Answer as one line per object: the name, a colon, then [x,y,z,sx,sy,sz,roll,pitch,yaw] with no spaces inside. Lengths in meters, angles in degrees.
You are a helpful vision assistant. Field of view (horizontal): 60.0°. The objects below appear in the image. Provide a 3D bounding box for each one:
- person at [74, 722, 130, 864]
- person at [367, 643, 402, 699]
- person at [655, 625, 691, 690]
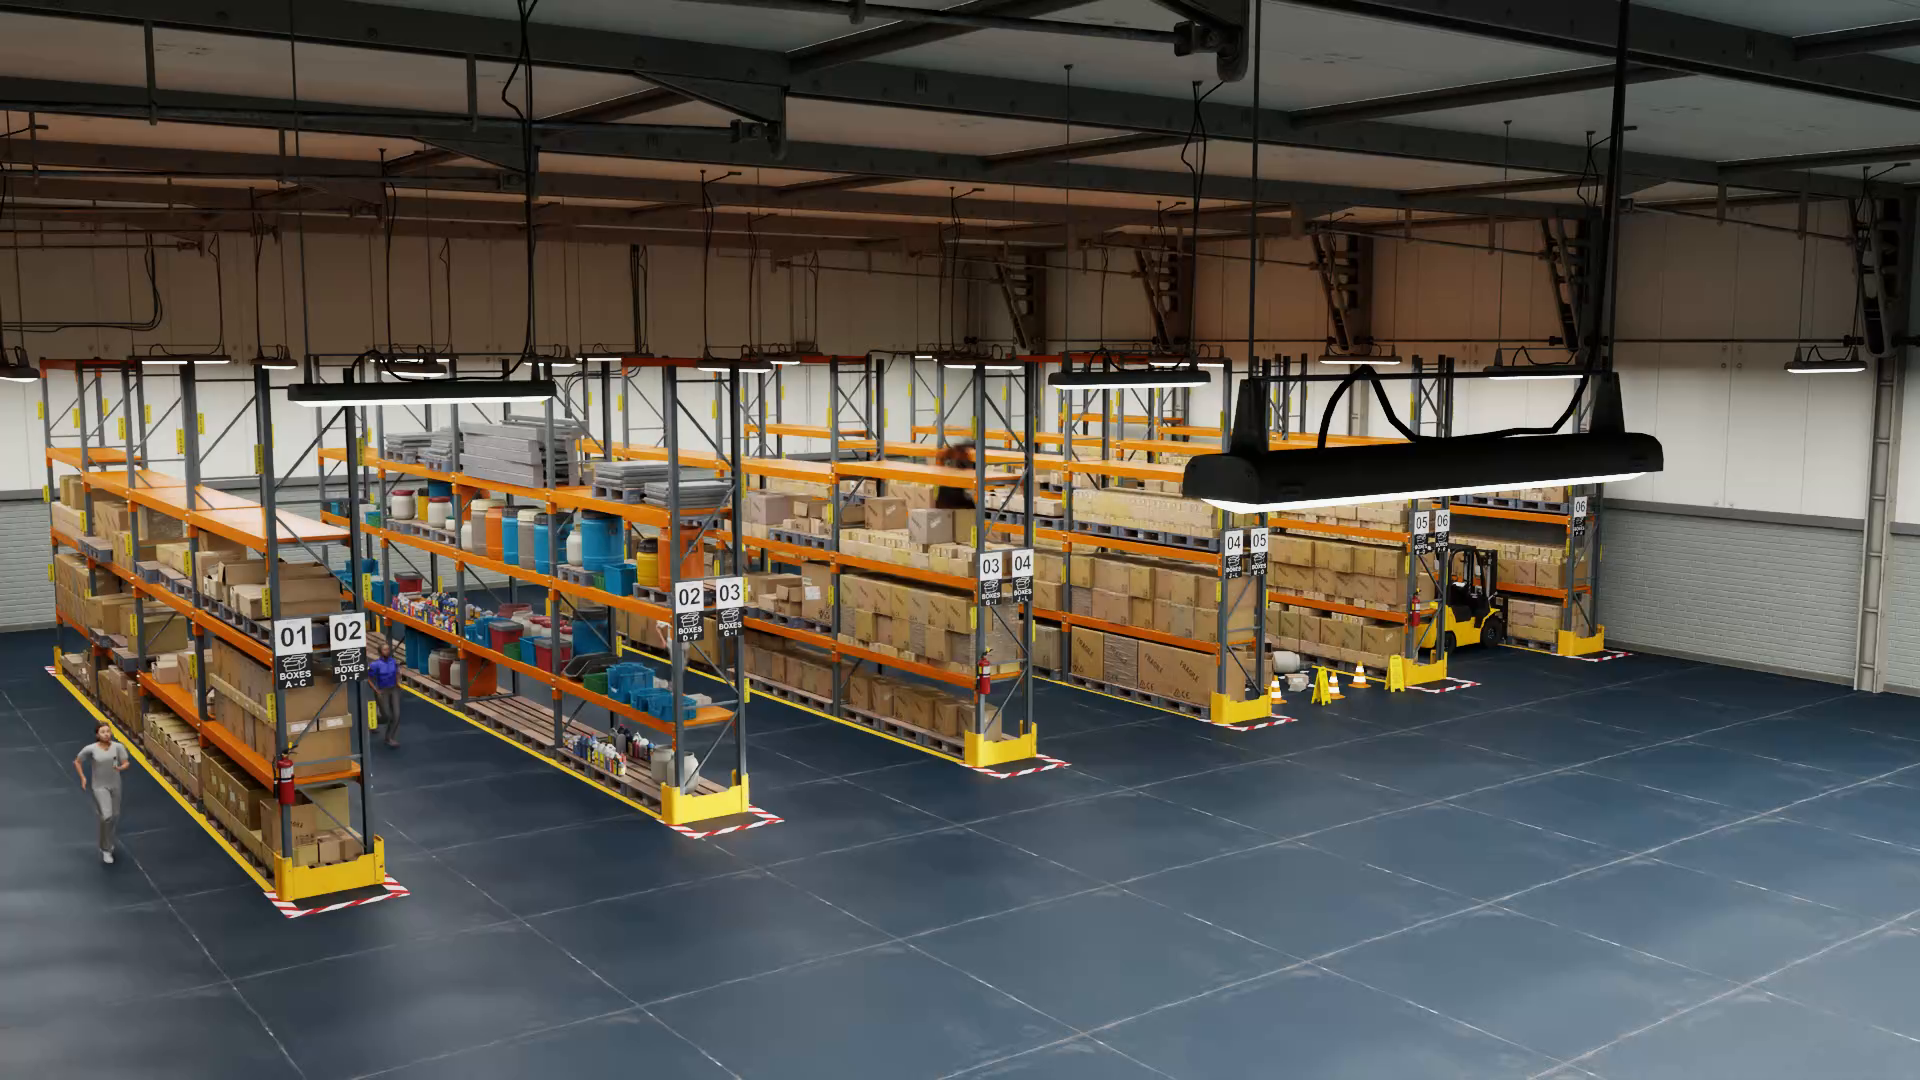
person: [-10.442,3.069,20.329,0.738,1.720,0.531,6,9,42]
person: [-8.959,2.027,26.002,0.365,0.826,0.575,6,9,39]
person: [-4.967,1.962,29.419,0.768,1.798,0.631,6,9,43]
